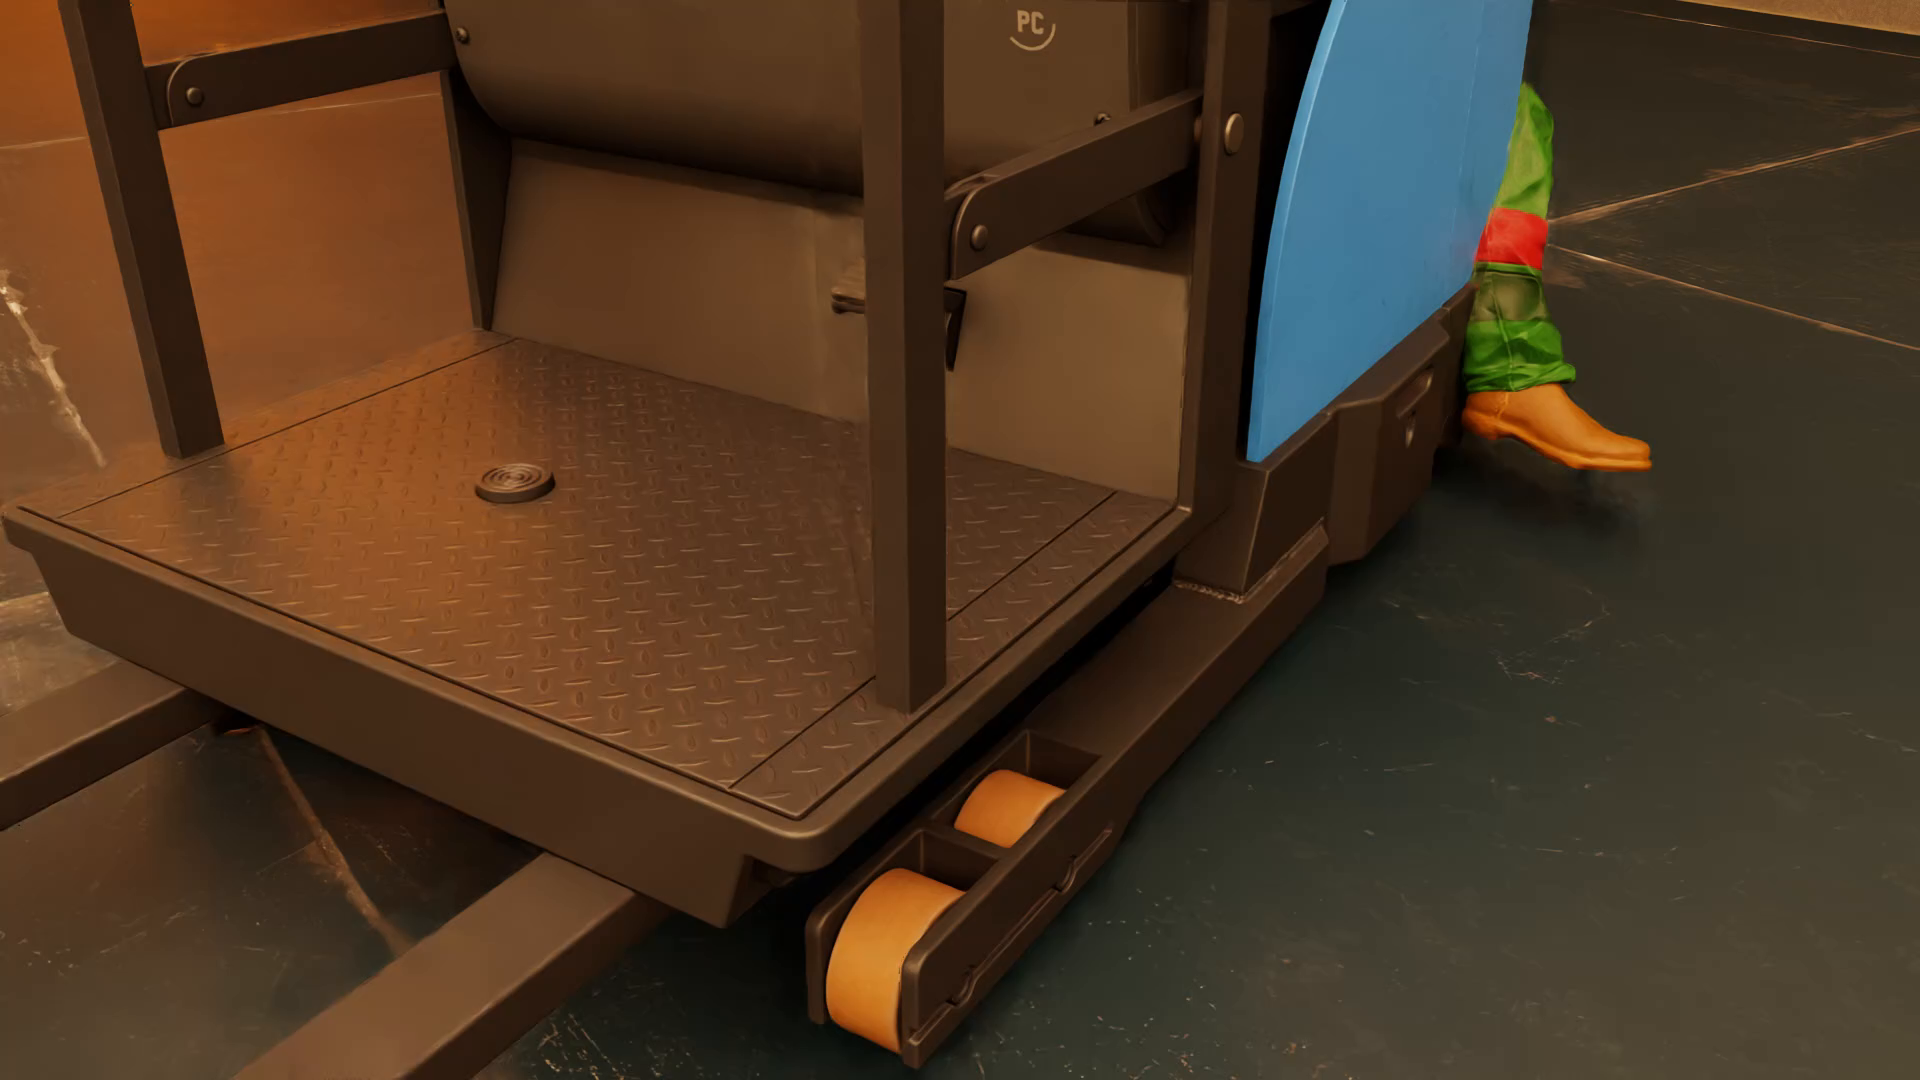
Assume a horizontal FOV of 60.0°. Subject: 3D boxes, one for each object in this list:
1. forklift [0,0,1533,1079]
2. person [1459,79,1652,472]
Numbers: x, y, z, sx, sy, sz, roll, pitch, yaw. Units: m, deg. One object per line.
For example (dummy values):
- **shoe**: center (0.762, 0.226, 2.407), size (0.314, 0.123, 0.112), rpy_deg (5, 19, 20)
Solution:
- **forklift**: center (-0.318, -1.073, 1.371), size (1.130, 2.935, 3.031), rpy_deg (16, 31, 29)
- **person**: center (0.808, -0.989, 2.809), size (0.847, 1.527, 1.448), rpy_deg (-10, 28, -19)
